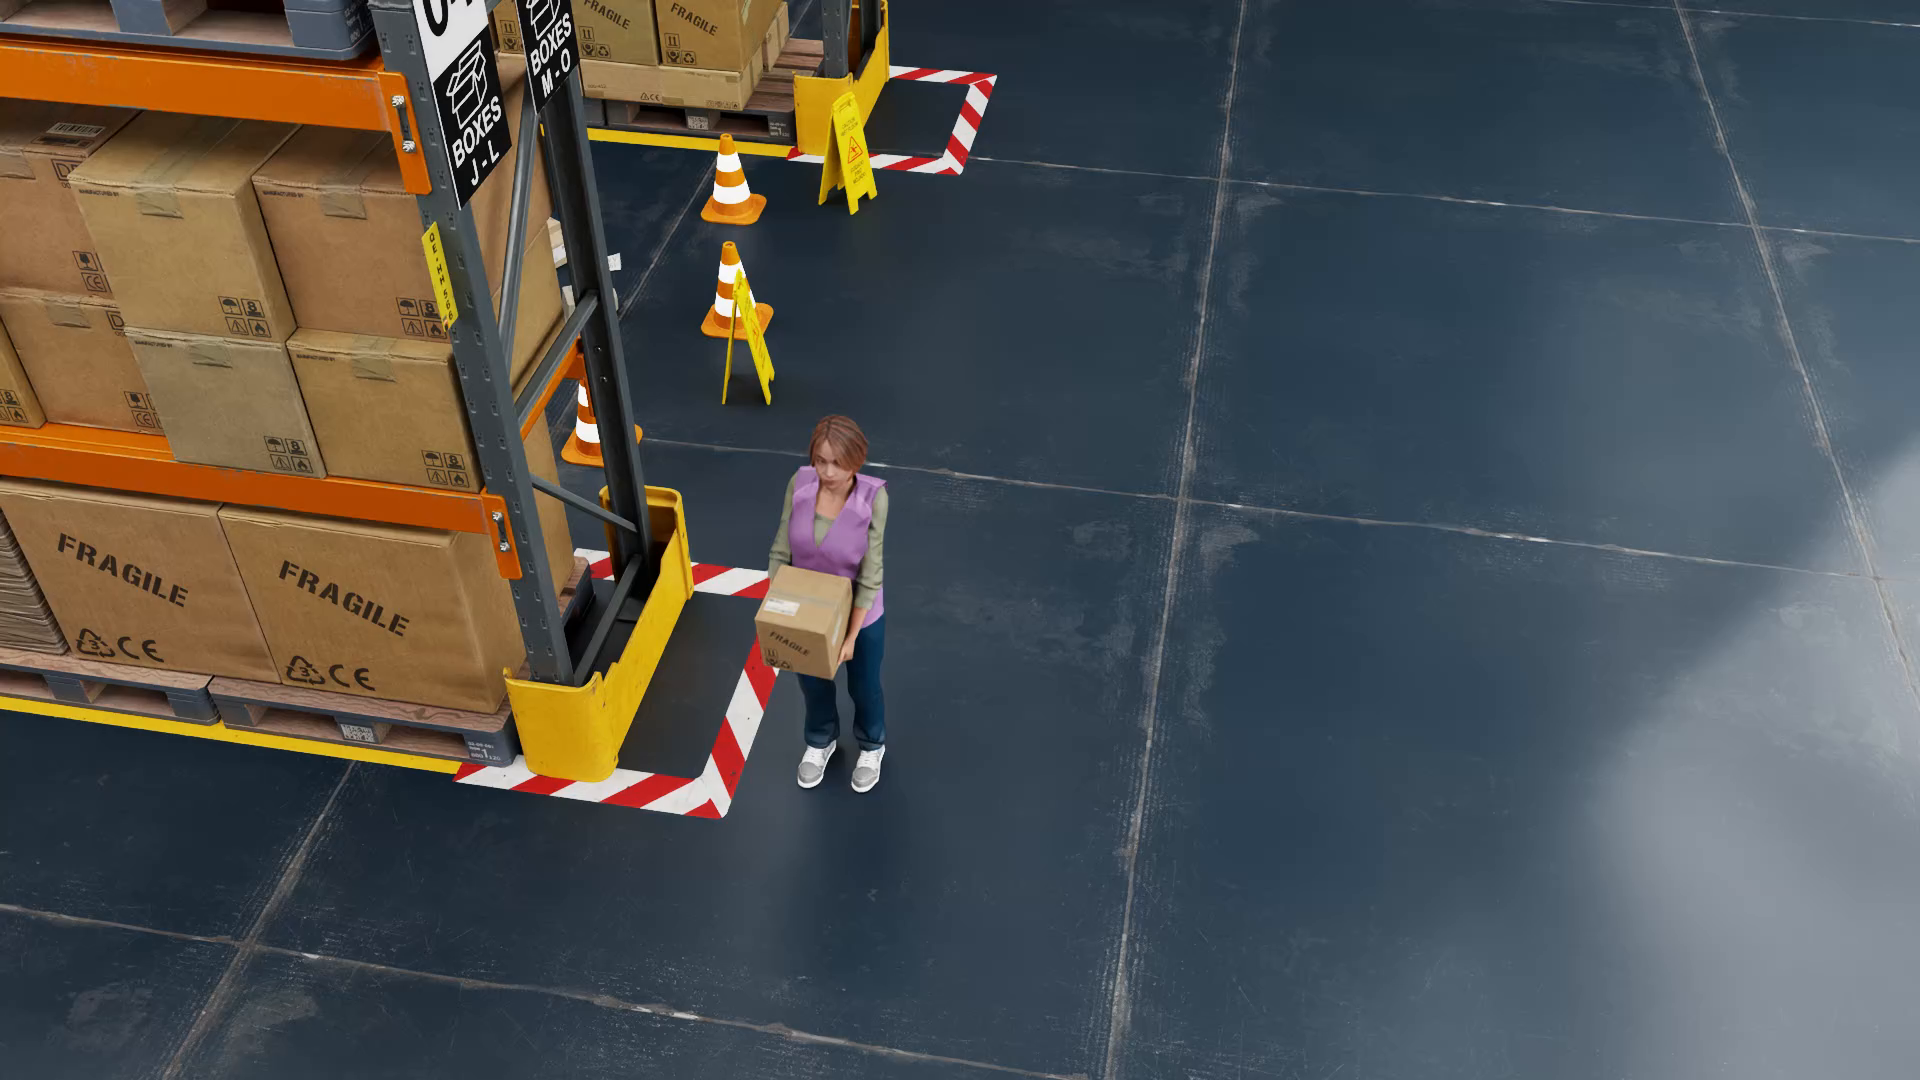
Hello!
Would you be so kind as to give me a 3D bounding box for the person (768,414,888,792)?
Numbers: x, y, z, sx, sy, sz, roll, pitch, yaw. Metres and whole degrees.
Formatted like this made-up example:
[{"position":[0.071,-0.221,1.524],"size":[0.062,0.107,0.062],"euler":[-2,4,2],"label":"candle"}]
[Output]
[{"position":[-0.461,0.296,5.831],"size":[0.404,1.591,0.496],"euler":[11,42,12],"label":"person"}]
